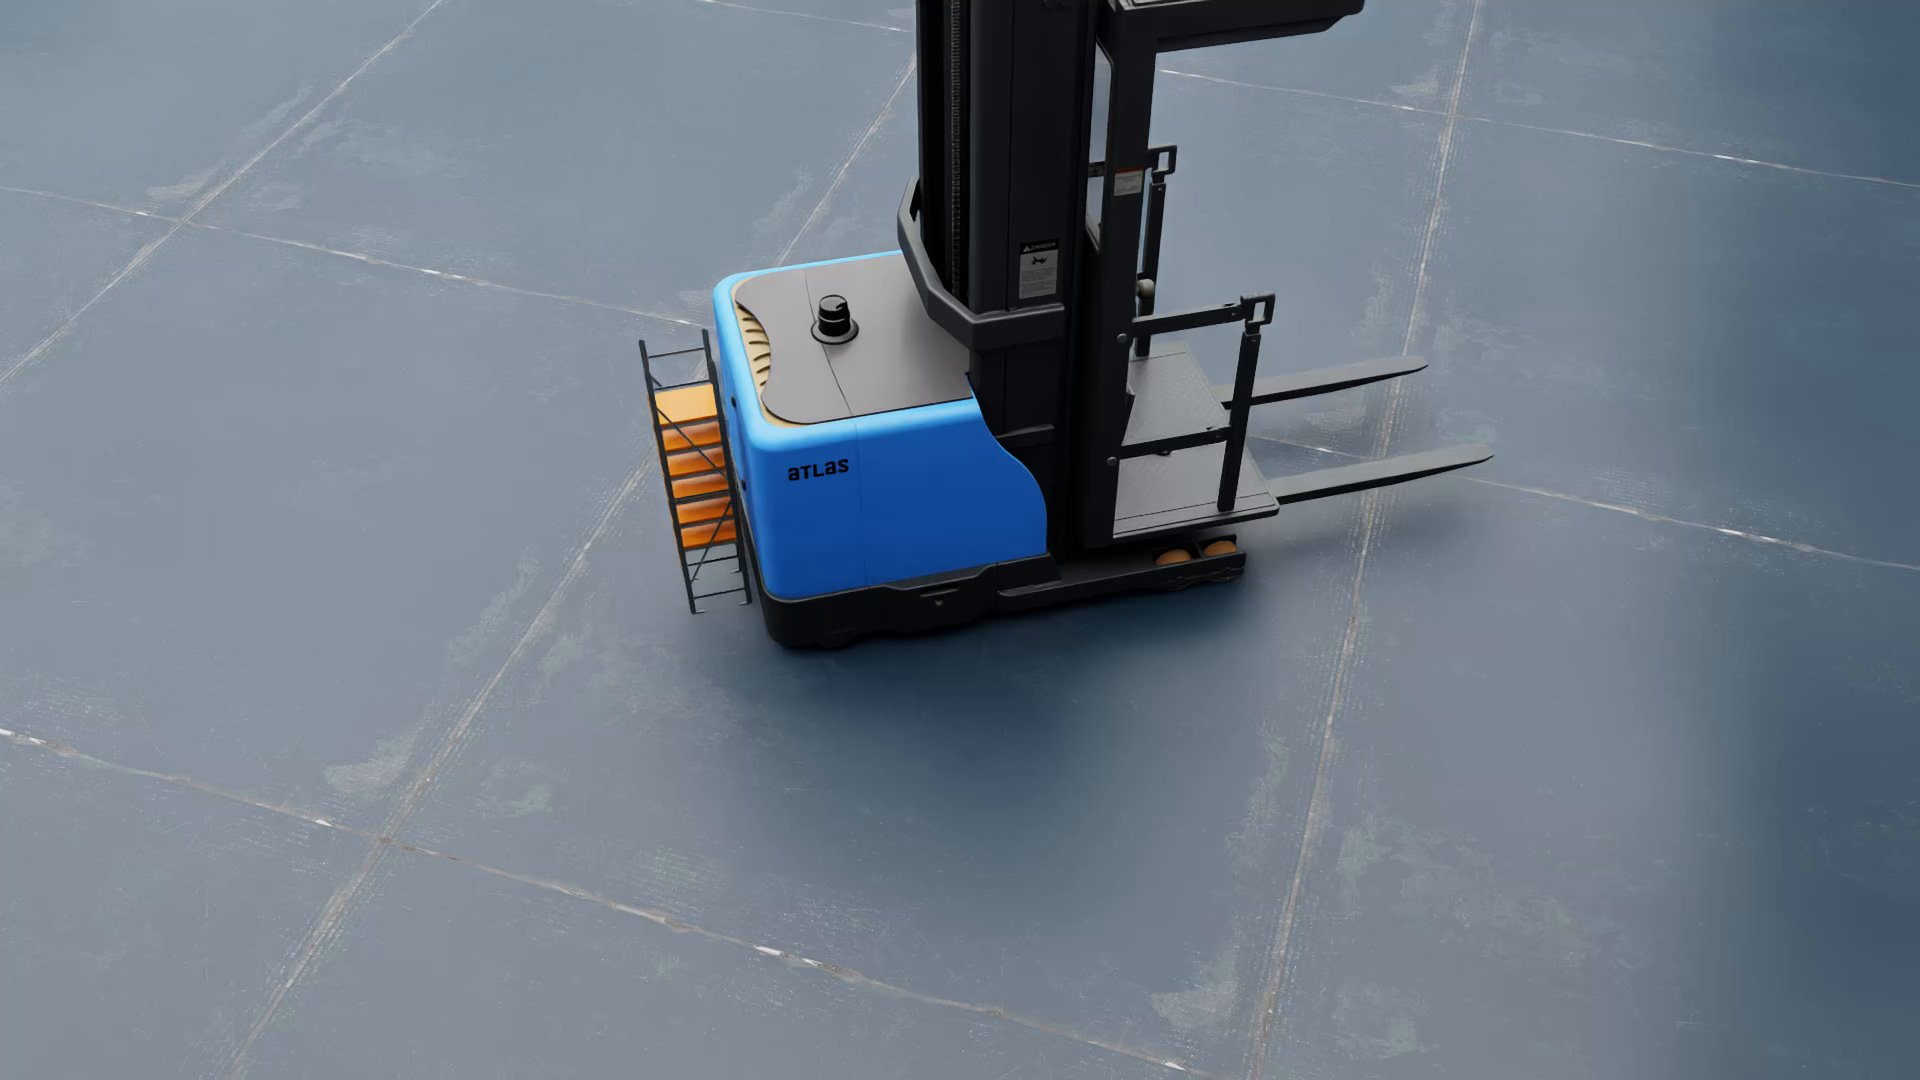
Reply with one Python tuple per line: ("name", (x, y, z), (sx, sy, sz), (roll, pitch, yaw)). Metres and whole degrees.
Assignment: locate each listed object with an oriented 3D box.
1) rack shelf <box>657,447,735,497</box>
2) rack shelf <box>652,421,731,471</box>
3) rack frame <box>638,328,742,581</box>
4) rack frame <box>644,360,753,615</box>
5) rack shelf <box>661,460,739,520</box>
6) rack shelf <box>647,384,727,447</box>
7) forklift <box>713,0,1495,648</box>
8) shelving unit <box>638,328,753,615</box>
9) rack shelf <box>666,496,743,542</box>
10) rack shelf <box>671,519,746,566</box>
("rack shelf", (-0.962, -0.277, 6.063), (0.258, 0.103, 0.180), (-11, 45, -9))
("rack shelf", (-0.964, -0.363, 5.979), (0.258, 0.103, 0.180), (-11, 45, -9))
("rack frame", (-0.983, -0.286, 6.180), (0.240, 1.200, 0.006), (-11, 45, -9))
("rack frame", (-0.938, -0.161, 6.053), (0.240, 1.200, 0.006), (-11, 45, -9))
("rack shelf", (-0.960, -0.192, 6.148), (0.258, 0.103, 0.180), (-11, 45, -9))
("rack shelf", (-0.967, -0.448, 5.895), (0.258, 0.103, 0.180), (-11, 45, -9))
("forklift", (0.635, -1.199, 5.879), (3.031, 2.935, 1.130), (-10, 45, -10))
("shelving unit", (-0.961, -0.224, 6.117), (0.258, 1.200, 0.189), (-11, 45, -9))
("rack shelf", (-0.957, -0.107, 6.232), (0.258, 0.103, 0.180), (-11, 45, -9))
("rack shelf", (-0.955, -0.021, 6.316), (0.258, 0.103, 0.180), (-11, 45, -9))
